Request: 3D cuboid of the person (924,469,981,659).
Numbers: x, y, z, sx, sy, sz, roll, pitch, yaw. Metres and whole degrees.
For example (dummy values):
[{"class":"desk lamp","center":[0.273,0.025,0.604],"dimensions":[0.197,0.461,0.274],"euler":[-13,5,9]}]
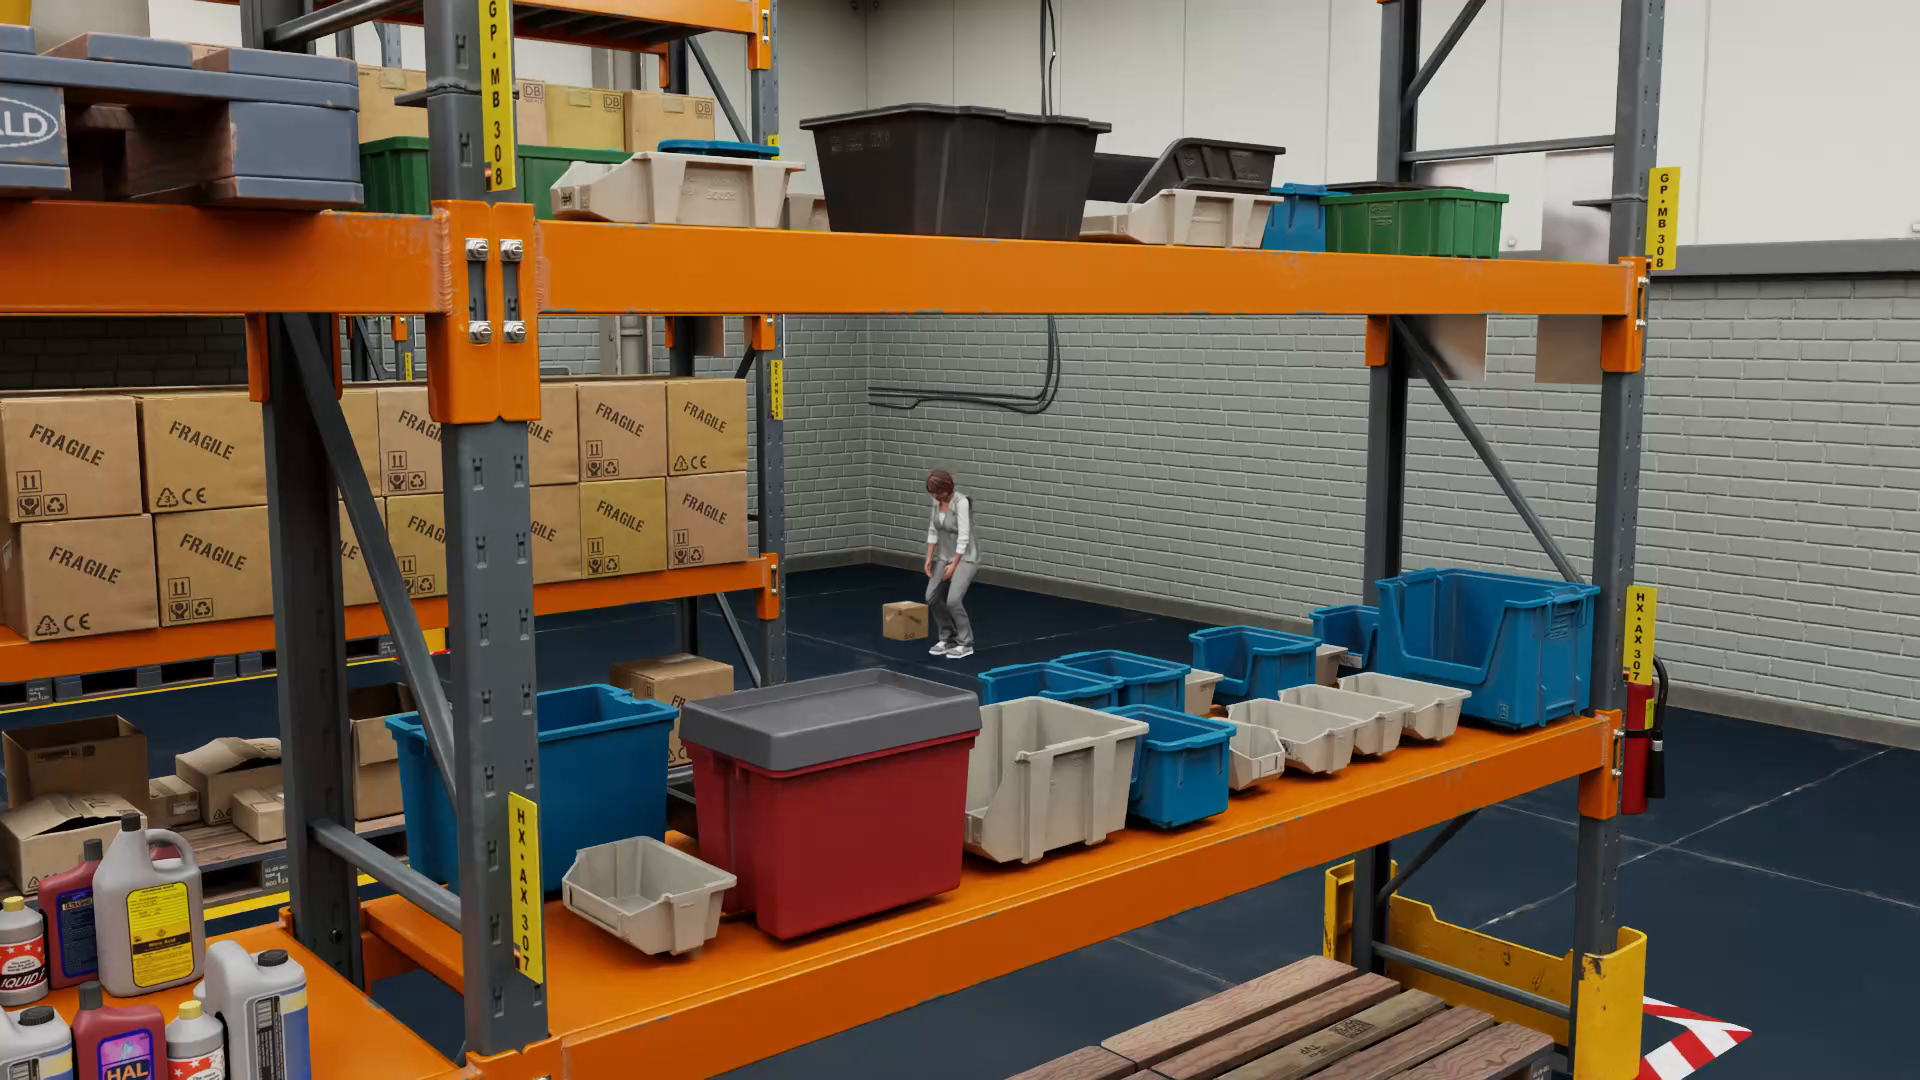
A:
[{"class":"person","center":[-0.057,0.180,12.965],"dimensions":[0.497,1.482,0.447],"euler":[-6,10,-40]}]
